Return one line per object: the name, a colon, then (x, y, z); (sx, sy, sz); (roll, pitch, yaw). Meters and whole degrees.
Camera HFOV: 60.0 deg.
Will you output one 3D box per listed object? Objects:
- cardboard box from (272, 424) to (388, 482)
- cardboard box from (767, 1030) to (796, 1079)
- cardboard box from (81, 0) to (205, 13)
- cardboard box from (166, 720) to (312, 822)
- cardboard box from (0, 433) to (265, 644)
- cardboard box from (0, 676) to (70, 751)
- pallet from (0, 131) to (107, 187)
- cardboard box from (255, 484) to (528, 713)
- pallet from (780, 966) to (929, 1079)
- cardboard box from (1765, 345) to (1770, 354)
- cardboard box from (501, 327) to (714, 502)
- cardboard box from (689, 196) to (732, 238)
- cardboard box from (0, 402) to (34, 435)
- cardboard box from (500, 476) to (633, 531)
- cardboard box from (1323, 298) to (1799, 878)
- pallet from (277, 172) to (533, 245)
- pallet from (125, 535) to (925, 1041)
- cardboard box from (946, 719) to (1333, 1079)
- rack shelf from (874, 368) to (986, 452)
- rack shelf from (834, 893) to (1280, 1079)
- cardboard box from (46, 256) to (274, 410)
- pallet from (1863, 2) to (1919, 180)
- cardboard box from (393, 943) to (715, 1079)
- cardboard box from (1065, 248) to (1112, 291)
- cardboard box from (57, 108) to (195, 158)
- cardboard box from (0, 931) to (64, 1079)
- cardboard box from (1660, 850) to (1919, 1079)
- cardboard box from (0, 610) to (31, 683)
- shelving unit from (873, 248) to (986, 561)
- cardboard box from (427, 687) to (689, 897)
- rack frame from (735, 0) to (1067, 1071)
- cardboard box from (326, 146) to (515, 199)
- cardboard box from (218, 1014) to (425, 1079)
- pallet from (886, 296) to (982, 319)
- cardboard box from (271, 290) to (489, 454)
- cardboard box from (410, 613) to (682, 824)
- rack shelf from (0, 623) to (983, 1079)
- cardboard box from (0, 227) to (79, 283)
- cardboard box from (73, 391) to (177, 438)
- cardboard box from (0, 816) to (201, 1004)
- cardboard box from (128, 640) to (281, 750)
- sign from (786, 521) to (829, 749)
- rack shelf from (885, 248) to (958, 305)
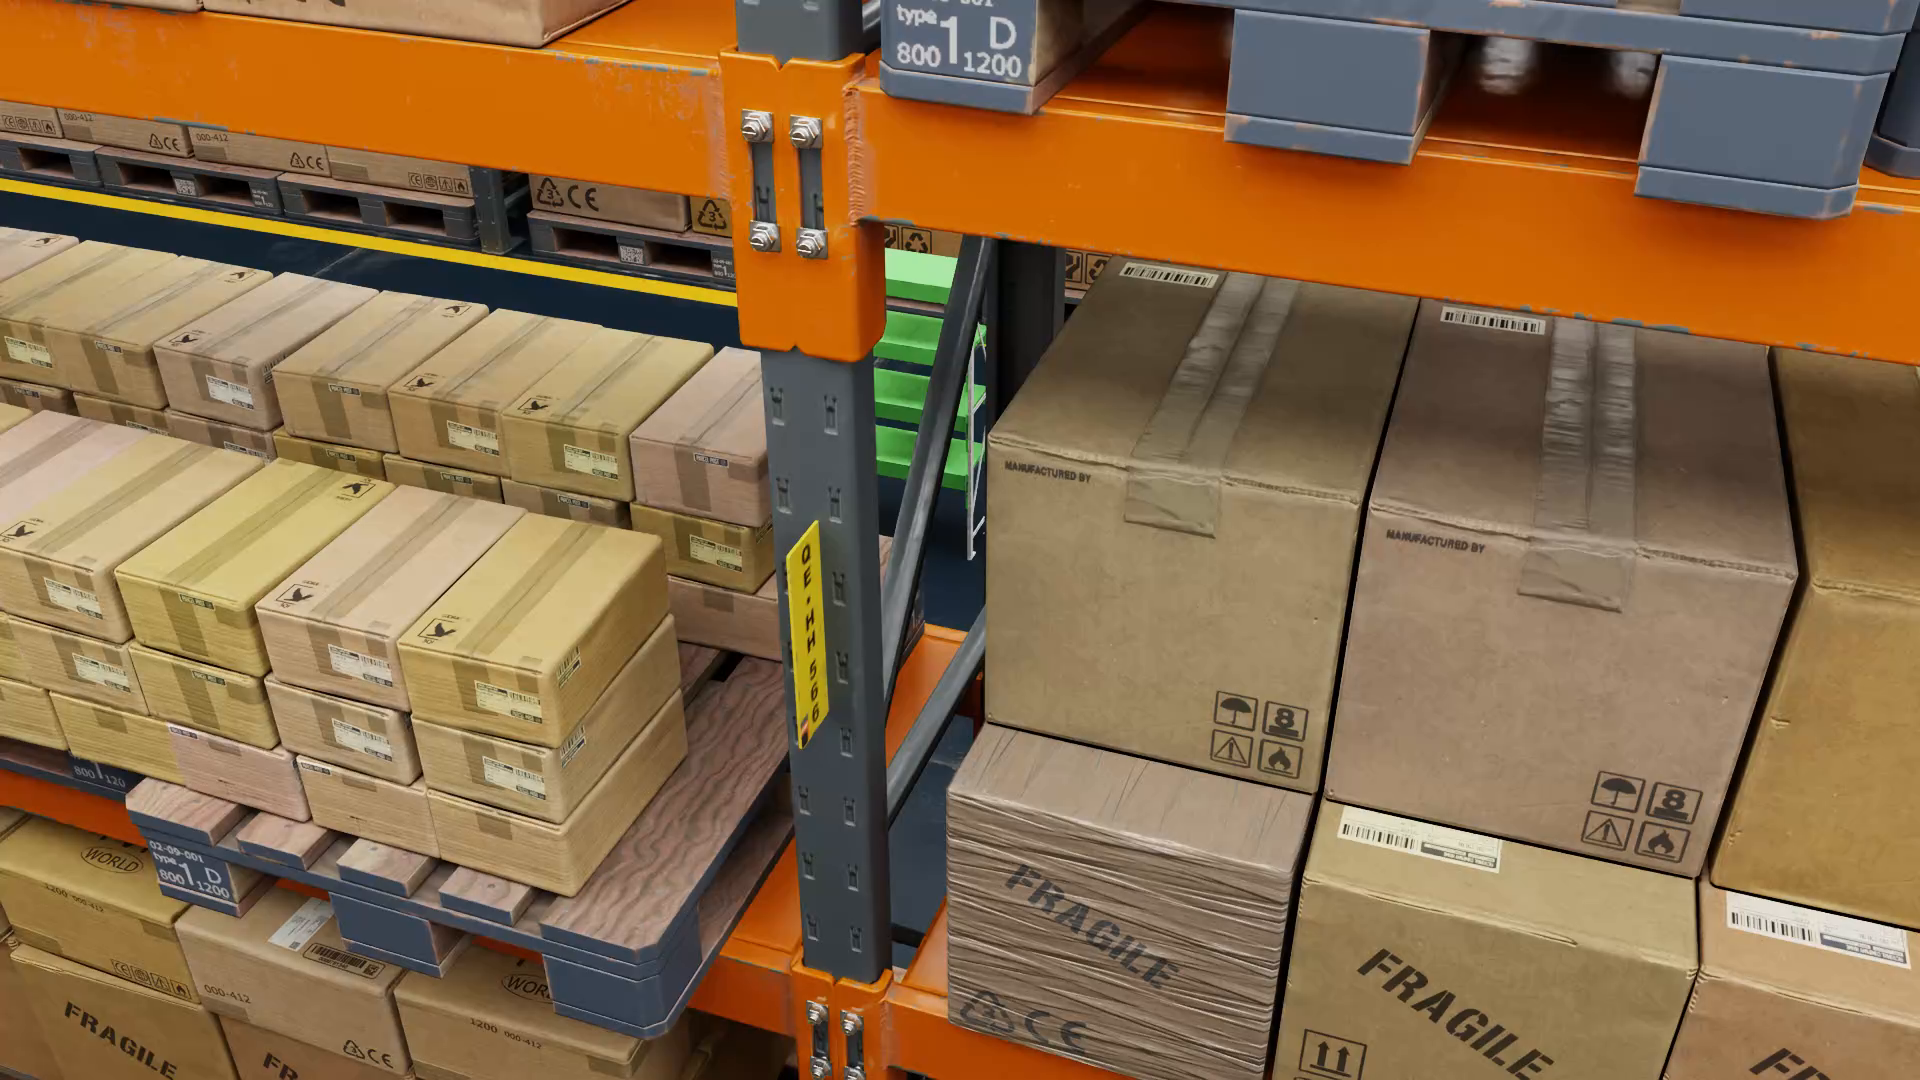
cardboard box: (-1.166, -0.221, 3.398); (0.250, 0.149, 0.380); (11, 34, 17)
cardboard box: (-0.612, 0.921, 3.975); (0.500, 0.500, 0.500); (10, 34, 14)
cardboard box: (-1.131, -1.055, 2.260); (0.500, 0.500, 0.500); (11, 34, 16)
cardboard box: (-1.127, 0.288, 2.884); (0.250, 0.149, 0.380); (12, 35, 17)
cardboard box: (-1.383, -0.011, 2.798); (0.250, 0.149, 0.380); (12, 35, 18)
cardboard box: (-1.615, 0.192, 3.032); (0.250, 0.149, 0.380); (10, 34, 14)
pallet: (-5.209, -2.425, 9.811); (1.213, 0.211, 1.003); (11, 34, 16)
cardboard box: (-0.884, 0.084, 2.651); (0.250, 0.149, 0.380); (11, 34, 16)
pallet: (-0.768, 1.335, 3.988); (1.213, 0.211, 1.003); (11, 34, 16)
cardboard box: (3.480, -0.930, 6.961); (0.625, 0.372, 0.950); (12, 35, 18)
cardboard box: (-0.656, -0.245, 3.160); (0.250, 0.149, 0.380); (10, 34, 15)
cardboard box: (-0.759, -2.021, 8.186); (0.875, 0.875, 0.875); (12, 35, 18)
cardboard box: (-1.865, -0.107, 2.946); (0.250, 0.149, 0.380); (13, 35, 19)
cardboard box: (-0.676, -0.128, 3.253); (0.250, 0.149, 0.380); (13, 35, 19)
cardboard box: (0.863, 0.024, 2.433); (0.500, 0.500, 0.700); (11, 34, 16)
pallet: (-2.912, -1.978, 9.120); (1.213, 0.211, 1.003); (11, 34, 16)
pallet: (-0.739, 0.312, 3.179); (1.003, 0.211, 1.213); (11, 34, 16)
cardboard box: (0.299, 0.485, 2.641); (0.500, 0.500, 0.500); (11, 35, 17)
rack shelf: (-0.156, -0.481, 6.006); (0.480, 0.148, 0.258); (11, 34, 16)
rack shelf: (1.850, 0.975, 2.637); (4.000, 0.370, 1.077); (11, 34, 16)
cardboard box: (-1.640, -0.437, 3.457); (0.250, 0.149, 0.380); (12, 35, 18)
pallet: (1.645, -0.580, 1.791); (1.213, 0.211, 1.003); (13, 35, 19)
cardboard box: (-0.765, 0.875, 3.356); (0.500, 0.250, 0.500); (10, 34, 15)
cardboard box: (0.920, -1.691, 7.676); (0.875, 0.875, 0.875); (11, 34, 16)
cardboard box: (-4.469, -2.570, 9.440); (0.875, 0.438, 0.875); (12, 35, 18)
cardboard box: (-2.195, 0.905, 4.001); (0.500, 0.500, 0.500); (12, 35, 17)
cardboard box: (1.253, 0.669, 2.356); (0.500, 0.500, 0.500); (11, 34, 16)
cardboard box: (-1.620, 0.066, 2.953); (0.250, 0.149, 0.380); (11, 34, 16)
shelving unit: (-0.156, -0.534, 5.971); (0.503, 1.200, 0.258); (11, 34, 16)
cardboard box: (-0.652, 0.381, 2.739); (0.250, 0.149, 0.380); (12, 35, 17)
rack frame: (-0.032, 0.307, 3.009); (0.127, 3.000, 1.000); (11, 34, 16)
cardboard box: (-2.778, -2.241, 8.930); (0.875, 0.438, 0.875); (11, 34, 16)
cardboard box: (-1.228, 1.097, 3.703); (0.500, 0.500, 0.500); (12, 35, 18)
pallet: (-0.319, -1.474, 8.339); (1.213, 0.211, 1.003); (11, 34, 16)
cardboard box: (-1.135, -0.341, 3.308); (0.250, 0.149, 0.380); (10, 34, 14)
cardboard box: (-0.651, 0.253, 2.662); (0.250, 0.149, 0.380); (12, 35, 17)
rack shelf: (-1.915, 0.243, 3.771); (4.000, 0.370, 1.077); (11, 34, 16)
cardboard box: (-2.127, -0.533, 3.606); (0.250, 0.149, 0.380); (9, 34, 14)
cardboard box: (-1.632, -0.315, 3.542); (0.250, 0.149, 0.380); (11, 34, 16)
cardboard box: (-1.717, 0.687, 3.647); (0.500, 0.250, 0.500); (12, 35, 18)
cardboard box: (-1.152, 0.159, 2.809); (0.250, 0.149, 0.380); (12, 35, 18)
sign: (-0.207, 0.133, 2.284); (0.005, 0.325, 0.100); (11, 34, 16)
rack shelf: (-0.156, -0.884, 5.746); (0.480, 0.148, 0.258); (11, 34, 16)
